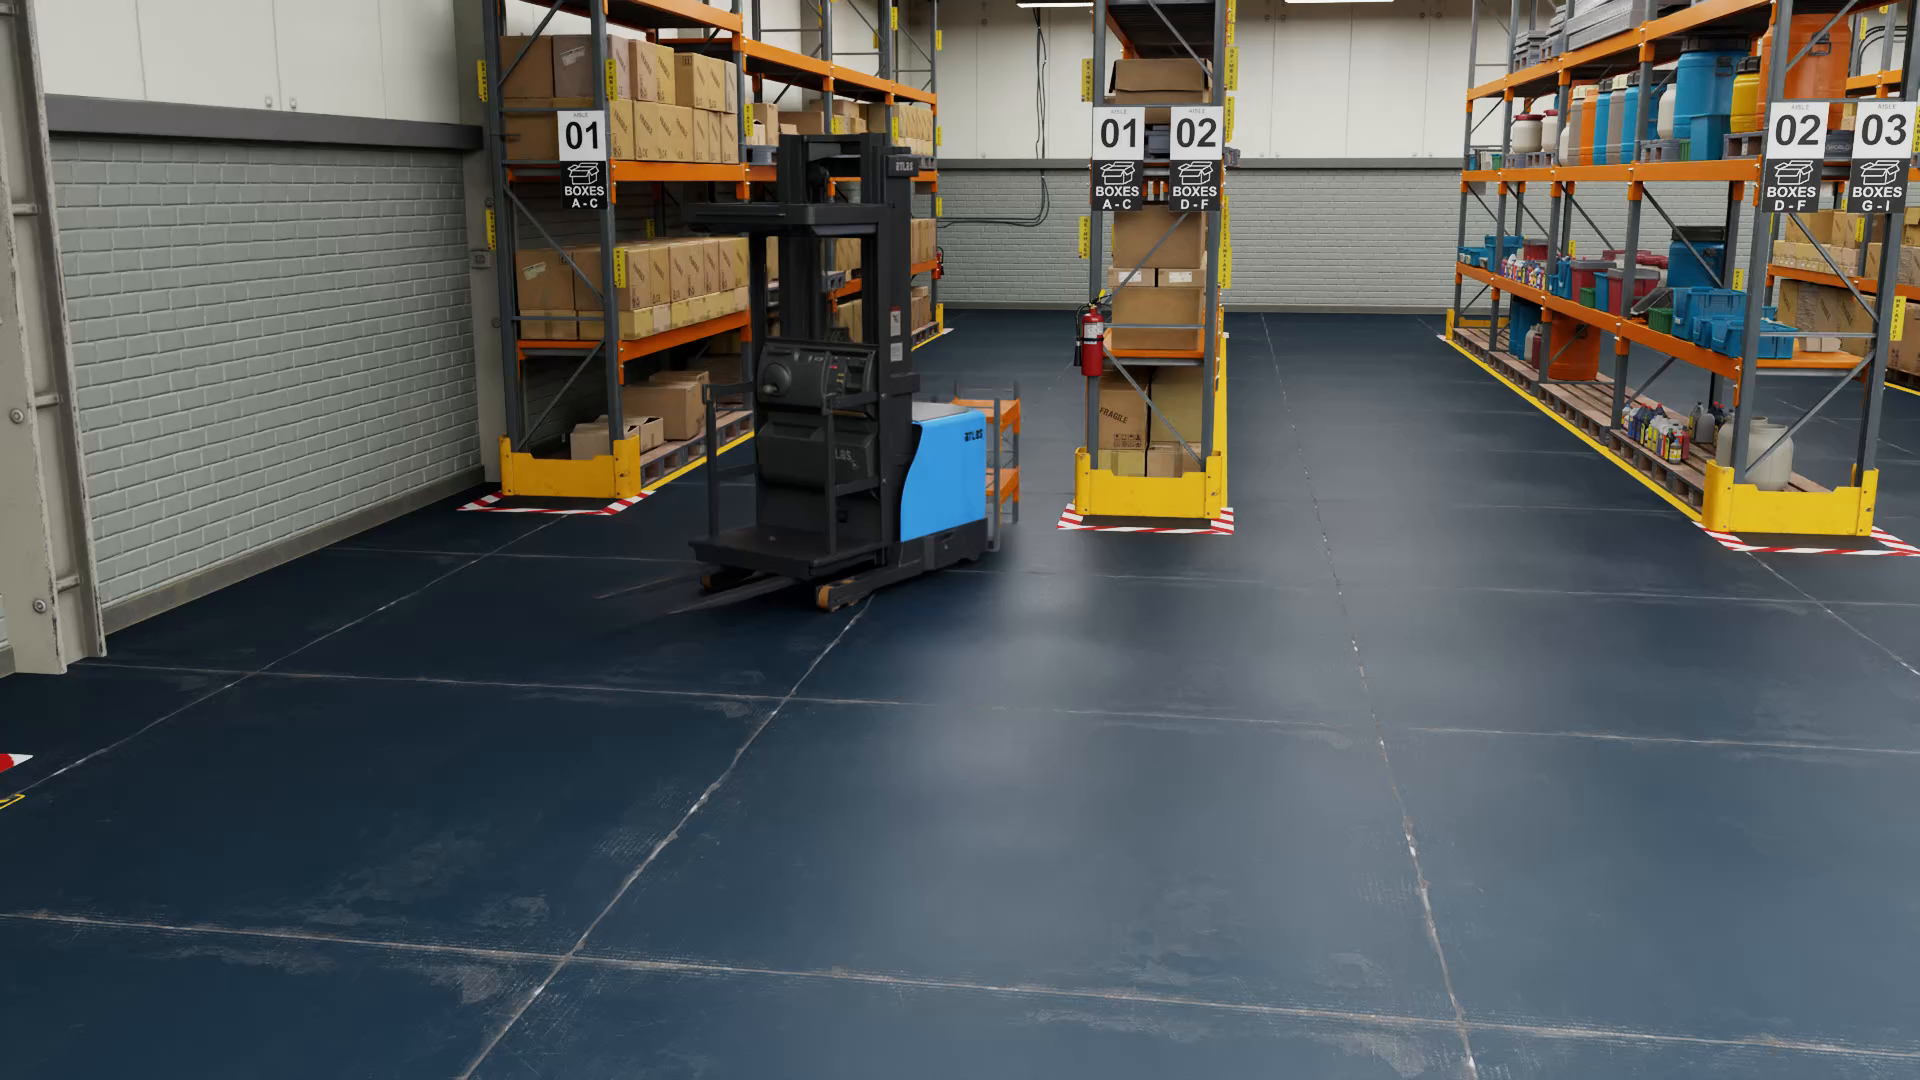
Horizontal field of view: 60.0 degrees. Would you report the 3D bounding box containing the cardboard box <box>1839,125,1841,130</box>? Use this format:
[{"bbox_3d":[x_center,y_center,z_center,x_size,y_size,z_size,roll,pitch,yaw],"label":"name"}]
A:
[{"bbox_3d":[13.514,-6.140,25.272,0.700,0.500,0.500,1,12,5],"label":"cardboard box"}]

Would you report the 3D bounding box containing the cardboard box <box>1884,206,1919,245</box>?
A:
[{"bbox_3d":[13.073,-4.276,22.598,0.797,0.503,0.637,2,12,7],"label":"cardboard box"}]

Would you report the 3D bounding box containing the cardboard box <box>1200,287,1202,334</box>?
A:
[{"bbox_3d":[1.772,-2.052,14.659,0.700,0.500,0.500,2,12,9],"label":"cardboard box"}]

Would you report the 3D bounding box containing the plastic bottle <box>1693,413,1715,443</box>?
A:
[{"bbox_3d":[7.044,-1.065,15.737,0.152,0.276,0.135,2,12,9],"label":"plastic bottle"}]

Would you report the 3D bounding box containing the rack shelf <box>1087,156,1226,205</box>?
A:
[{"bbox_3d":[1.837,-3.225,14.926,1.077,0.370,4.000,2,12,9],"label":"rack shelf"}]

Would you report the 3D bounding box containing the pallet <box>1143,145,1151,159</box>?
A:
[{"bbox_3d":[2.267,-4.084,17.656,0.805,0.209,1.217,1,12,6],"label":"pallet"}]

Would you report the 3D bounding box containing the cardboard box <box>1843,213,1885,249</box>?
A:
[{"bbox_3d":[12.969,-4.413,23.722,0.500,0.500,0.500,2,12,10],"label":"cardboard box"}]

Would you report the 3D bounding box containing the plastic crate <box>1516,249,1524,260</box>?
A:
[{"bbox_3d":[8.686,-4.314,25.530,0.437,0.282,0.530,2,12,9],"label":"plastic crate"}]

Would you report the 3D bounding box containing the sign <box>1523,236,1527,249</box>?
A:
[{"bbox_3d":[9.430,-4.929,27.856,0.100,0.325,0.005,2,12,9],"label":"sign"}]

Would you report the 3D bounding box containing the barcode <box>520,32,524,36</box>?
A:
[{"bbox_3d":[-3.751,-4.315,14.241,0.001,0.075,0.075,2,12,9],"label":"barcode"}]

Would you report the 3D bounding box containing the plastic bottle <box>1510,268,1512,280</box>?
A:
[{"bbox_3d":[7.690,-3.710,23.059,0.097,0.201,0.097,0,12,0],"label":"plastic bottle"}]

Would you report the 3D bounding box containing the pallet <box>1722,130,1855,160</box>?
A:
[{"bbox_3d":[6.647,-3.076,12.974,1.003,0.211,1.213,2,12,9],"label":"pallet"}]

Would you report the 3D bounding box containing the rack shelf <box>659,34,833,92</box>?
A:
[{"bbox_3d":[-2.443,-5.488,19.257,1.077,0.370,4.000,2,12,9],"label":"rack shelf"}]

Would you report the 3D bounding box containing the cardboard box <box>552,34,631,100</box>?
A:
[{"bbox_3d":[-3.067,-3.940,13.877,0.500,0.500,0.500,1,12,5],"label":"cardboard box"}]

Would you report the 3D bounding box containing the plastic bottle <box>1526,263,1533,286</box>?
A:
[{"bbox_3d":[7.470,-3.477,21.784,0.061,0.283,0.133,2,12,9],"label":"plastic bottle"}]

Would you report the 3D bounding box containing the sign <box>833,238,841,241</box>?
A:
[{"bbox_3d":[-1.598,-4.031,21.517,0.100,0.325,0.005,2,12,9],"label":"sign"}]

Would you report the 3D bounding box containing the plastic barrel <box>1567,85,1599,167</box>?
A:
[{"bbox_3d":[7.313,-4.746,19.084,0.600,0.901,0.600,0,12,0],"label":"plastic barrel"}]

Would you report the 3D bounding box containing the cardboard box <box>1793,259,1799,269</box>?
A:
[{"bbox_3d":[13.241,-4.303,25.936,0.380,0.149,0.250,2,12,8],"label":"cardboard box"}]

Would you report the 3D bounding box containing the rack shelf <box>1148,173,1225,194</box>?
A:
[{"bbox_3d":[3.067,-4.890,22.653,1.077,0.370,4.000,2,12,9],"label":"rack shelf"}]

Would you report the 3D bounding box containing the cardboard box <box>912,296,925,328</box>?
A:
[{"bbox_3d":[-0.991,-3.915,28.475,0.700,0.500,0.500,2,12,8],"label":"cardboard box"}]

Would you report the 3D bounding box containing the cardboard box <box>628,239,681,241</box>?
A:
[{"bbox_3d":[-3.113,-2.791,16.852,0.500,0.500,0.500,2,12,8],"label":"cardboard box"}]

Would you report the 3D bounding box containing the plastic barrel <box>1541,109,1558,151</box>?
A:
[{"bbox_3d":[7.777,-5.310,21.574,0.433,0.535,0.433,0,12,0],"label":"plastic barrel"}]

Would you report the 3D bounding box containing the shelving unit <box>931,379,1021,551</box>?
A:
[{"bbox_3d":[0.127,-0.586,12.543,0.538,1.125,1.048,2,12,10],"label":"shelving unit"}]

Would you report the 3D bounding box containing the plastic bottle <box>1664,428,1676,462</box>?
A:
[{"bbox_3d":[6.272,-0.841,14.681,0.061,0.283,0.133,2,12,10],"label":"plastic bottle"}]

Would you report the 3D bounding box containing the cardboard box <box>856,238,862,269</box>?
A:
[{"bbox_3d":[-1.641,-4.028,23.073,0.500,0.500,0.500,2,12,8],"label":"cardboard box"}]

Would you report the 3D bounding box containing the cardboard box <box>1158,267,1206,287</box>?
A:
[{"bbox_3d":[1.802,-2.135,13.502,0.380,0.149,0.250,2,12,8],"label":"cardboard box"}]

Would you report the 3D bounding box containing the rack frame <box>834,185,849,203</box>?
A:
[{"bbox_3d":[-1.520,-4.352,25.566,1.000,3.000,0.127,2,12,9],"label":"rack frame"}]

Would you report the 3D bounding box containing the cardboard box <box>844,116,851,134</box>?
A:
[{"bbox_3d":[-1.926,-5.682,23.338,0.700,0.500,0.500,2,12,9],"label":"cardboard box"}]

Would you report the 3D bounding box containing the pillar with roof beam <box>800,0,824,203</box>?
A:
[{"bbox_3d":[1.986,-7.319,25.093,9.100,9.000,0.400,2,12,9],"label":"pillar with roof beam"}]

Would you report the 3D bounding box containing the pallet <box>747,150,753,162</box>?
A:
[{"bbox_3d":[-2.394,-4.402,19.125,1.213,0.211,1.003,2,12,9],"label":"pallet"}]

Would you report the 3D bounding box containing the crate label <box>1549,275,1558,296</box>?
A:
[{"bbox_3d":[7.218,-3.041,19.880,0.303,0.233,0.416,2,12,9],"label":"crate label"}]

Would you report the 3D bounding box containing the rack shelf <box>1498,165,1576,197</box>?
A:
[{"bbox_3d":[7.961,-4.729,21.905,1.077,0.370,4.000,2,12,9],"label":"rack shelf"}]

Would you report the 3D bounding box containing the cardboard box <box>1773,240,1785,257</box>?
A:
[{"bbox_3d":[13.437,-4.684,26.757,0.500,0.250,0.500,2,12,7],"label":"cardboard box"}]

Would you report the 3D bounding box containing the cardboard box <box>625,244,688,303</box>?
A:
[{"bbox_3d":[-2.824,-2.456,15.300,0.500,0.500,0.500,1,12,7],"label":"cardboard box"}]

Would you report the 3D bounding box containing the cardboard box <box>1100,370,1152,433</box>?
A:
[{"bbox_3d":[1.457,-1.252,14.932,0.500,0.500,0.500,2,12,9],"label":"cardboard box"}]

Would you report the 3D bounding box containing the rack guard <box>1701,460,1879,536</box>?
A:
[{"bbox_3d":[6.388,-0.328,12.830,1.175,0.500,0.348,2,12,9],"label":"rack guard"}]

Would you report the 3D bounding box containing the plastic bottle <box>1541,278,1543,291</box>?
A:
[{"bbox_3d":[7.330,-3.222,20.798,0.097,0.201,0.097,0,12,0],"label":"plastic bottle"}]

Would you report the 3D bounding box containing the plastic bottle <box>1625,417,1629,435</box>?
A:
[{"bbox_3d":[6.525,-1.118,16.160,0.097,0.201,0.097,0,12,0],"label":"plastic bottle"}]

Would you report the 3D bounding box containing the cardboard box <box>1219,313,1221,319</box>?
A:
[{"bbox_3d":[3.582,-3.073,24.523,0.500,0.500,0.500,2,12,8],"label":"cardboard box"}]

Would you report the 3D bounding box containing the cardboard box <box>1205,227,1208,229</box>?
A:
[{"bbox_3d":[3.164,-4.076,23.055,0.700,0.500,0.500,-1,12,-6],"label":"cardboard box"}]

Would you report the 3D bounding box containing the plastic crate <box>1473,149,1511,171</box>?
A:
[{"bbox_3d":[8.377,-5.990,26.197,0.504,0.338,0.767,2,12,9],"label":"plastic crate"}]

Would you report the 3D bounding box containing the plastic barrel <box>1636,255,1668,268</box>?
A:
[{"bbox_3d":[7.582,-2.867,18.353,0.433,0.535,0.433,0,12,0],"label":"plastic barrel"}]

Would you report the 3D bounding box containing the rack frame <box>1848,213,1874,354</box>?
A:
[{"bbox_3d":[13.163,-3.870,23.332,1.000,3.000,0.127,2,12,9],"label":"rack frame"}]

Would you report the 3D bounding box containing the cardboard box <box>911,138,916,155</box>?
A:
[{"bbox_3d":[-0.990,-6.347,26.826,0.500,0.250,0.500,2,12,7],"label":"cardboard box"}]

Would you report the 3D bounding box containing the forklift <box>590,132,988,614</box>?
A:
[{"bbox_3d":[-1.059,-1.099,10.636,1.130,2.935,3.031,8,15,34],"label":"forklift"}]

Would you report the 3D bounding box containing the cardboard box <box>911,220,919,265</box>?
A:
[{"bbox_3d":[-1.201,-4.914,27.465,0.980,0.700,0.700,1,12,6],"label":"cardboard box"}]

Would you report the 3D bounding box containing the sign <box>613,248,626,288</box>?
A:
[{"bbox_3d":[-2.830,-2.259,13.803,0.100,0.325,0.005,2,12,9],"label":"sign"}]

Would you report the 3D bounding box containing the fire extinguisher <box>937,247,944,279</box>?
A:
[{"bbox_3d":[-0.426,-4.981,29.554,0.296,0.674,0.183,2,12,9],"label":"fire extinguisher"}]

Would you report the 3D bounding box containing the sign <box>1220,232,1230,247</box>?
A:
[{"bbox_3d":[2.693,-2.971,16.916,0.100,0.325,0.005,2,12,9],"label":"sign"}]

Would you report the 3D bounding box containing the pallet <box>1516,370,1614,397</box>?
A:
[{"bbox_3d":[7.734,-2.000,21.275,1.003,0.211,1.213,2,12,9],"label":"pallet"}]

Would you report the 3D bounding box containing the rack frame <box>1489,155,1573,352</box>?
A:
[{"bbox_3d":[8.269,-4.031,24.077,1.000,3.000,0.127,2,12,9],"label":"rack frame"}]

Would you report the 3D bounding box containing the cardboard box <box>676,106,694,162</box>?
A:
[{"bbox_3d":[-2.812,-3.771,15.468,0.500,0.500,0.500,3,12,12],"label":"cardboard box"}]
